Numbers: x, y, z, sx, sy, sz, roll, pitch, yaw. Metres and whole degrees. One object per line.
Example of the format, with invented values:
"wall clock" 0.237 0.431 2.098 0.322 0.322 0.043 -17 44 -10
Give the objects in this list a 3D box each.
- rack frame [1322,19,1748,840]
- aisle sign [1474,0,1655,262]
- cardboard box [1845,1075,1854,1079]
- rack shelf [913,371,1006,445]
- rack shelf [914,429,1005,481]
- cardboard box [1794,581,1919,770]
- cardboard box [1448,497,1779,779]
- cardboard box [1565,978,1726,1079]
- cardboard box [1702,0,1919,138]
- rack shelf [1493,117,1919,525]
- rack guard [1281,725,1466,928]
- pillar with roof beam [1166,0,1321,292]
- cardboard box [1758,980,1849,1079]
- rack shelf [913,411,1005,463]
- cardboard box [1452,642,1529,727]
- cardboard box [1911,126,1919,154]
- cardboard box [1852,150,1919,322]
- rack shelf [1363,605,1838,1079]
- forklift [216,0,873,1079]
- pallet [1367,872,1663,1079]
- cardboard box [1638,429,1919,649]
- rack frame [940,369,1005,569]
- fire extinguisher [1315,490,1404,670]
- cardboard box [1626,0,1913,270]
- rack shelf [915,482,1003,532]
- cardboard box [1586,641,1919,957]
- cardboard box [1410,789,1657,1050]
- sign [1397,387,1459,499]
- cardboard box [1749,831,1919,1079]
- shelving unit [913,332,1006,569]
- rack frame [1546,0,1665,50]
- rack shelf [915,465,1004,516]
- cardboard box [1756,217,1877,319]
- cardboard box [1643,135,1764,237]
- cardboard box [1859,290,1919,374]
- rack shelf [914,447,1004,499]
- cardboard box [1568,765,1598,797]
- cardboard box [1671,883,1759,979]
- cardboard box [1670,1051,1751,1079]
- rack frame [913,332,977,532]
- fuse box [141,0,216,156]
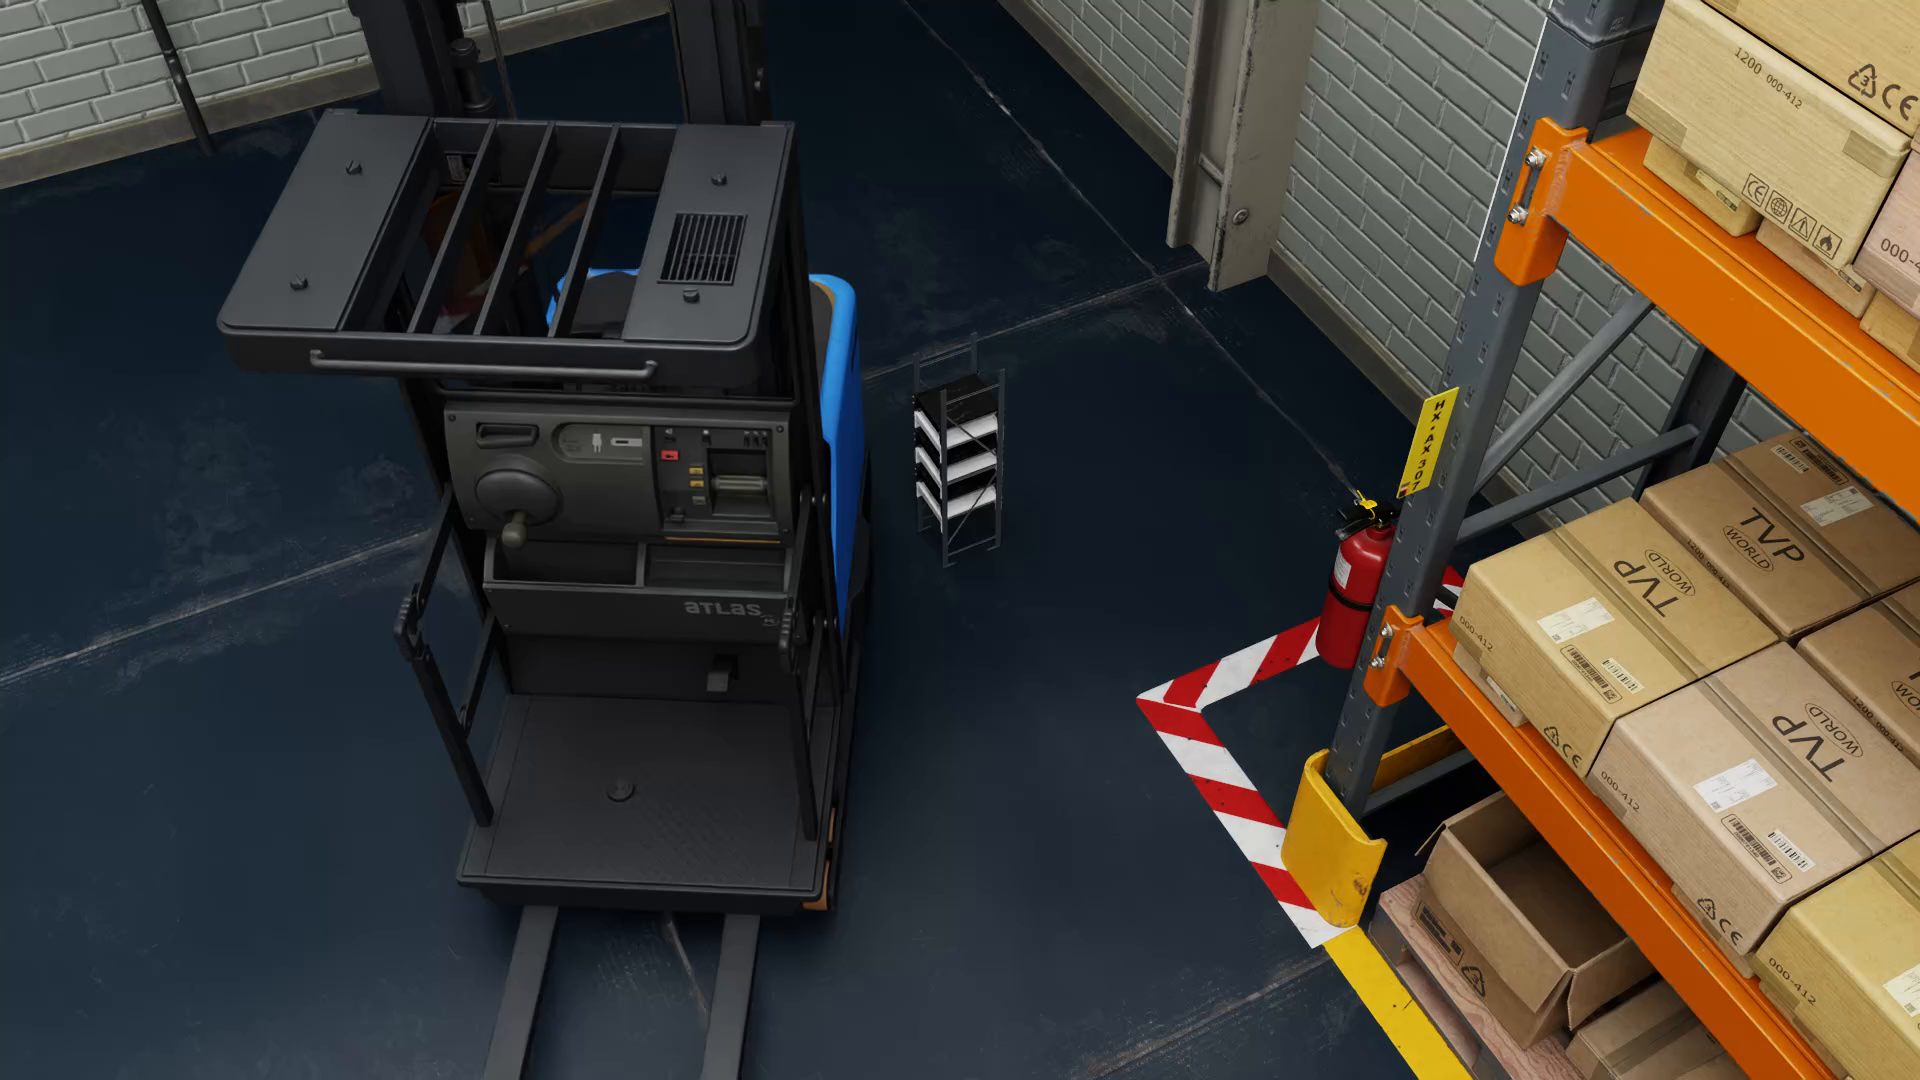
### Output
"rack frame" 1.574 -0.126 4.367 1.000 3.000 0.127 -21 52 -18
"aisle sign" 1.282 -0.926 3.340 0.394 0.787 0.004 -21 52 -18
"cardboard box" 2.026 1.151 3.418 0.380 0.149 0.250 -23 53 -19
"rack shelf" -0.004 -0.458 5.738 0.258 0.077 0.200 -21 52 -18
"rack shelf" -0.004 -0.339 5.873 0.258 0.077 0.200 -21 52 -18
"cardboard box" 2.255 0.388 3.820 0.500 0.250 0.500 -21 52 -17
"cardboard box" 1.542 0.222 3.965 0.500 0.250 0.500 -21 52 -17
"cardboard box" 1.929 1.414 4.635 0.380 0.149 0.250 -23 53 -19
"cardboard box" 1.554 -0.943 2.659 0.500 0.250 0.500 -22 52 -18
"rack shelf" 2.489 0.462 2.338 1.077 0.370 4.000 -21 52 -18
"rack guard" 1.609 0.748 5.264 1.175 0.500 0.348 -21 52 -18
"pillar with roof beam" -2.686 -2.733 2.662 9.100 9.000 0.400 -21 52 -18
"cardboard box" 1.977 0.956 3.588 0.380 0.149 0.250 -20 52 -17
"rack shelf" -0.004 -0.398 5.806 0.258 0.077 0.200 -21 52 -18
"cardboard box" 1.480 0.271 4.187 0.380 0.149 0.250 -22 52 -18
"cardboard box" 1.770 -0.596 2.356 0.500 0.250 0.500 -22 52 -18
"cardboard box" 1.785 -0.438 2.549 0.500 0.250 0.500 -20 52 -17
"rack shelf" 2.489 1.450 3.467 1.077 0.370 4.000 -21 52 -18
"forklift" -0.928 -0.064 4.359 1.130 2.935 3.031 2 49 2
"pallet" 1.974 1.376 4.906 1.003 0.211 1.213 -21 52 -18
"cardboard box" 2.020 0.042 4.123 0.500 0.250 0.500 -20 52 -16
"rack frame" 0.043 -0.234 5.857 0.240 0.900 0.006 -21 52 -18
"fire extinguisher" 1.096 0.083 4.484 0.296 0.674 0.183 -21 52 -18
"cardboard box" 1.534 -0.771 2.841 0.500 0.250 0.500 -22 52 -18
"rack shelf" -0.004 -0.161 6.077 0.258 0.077 0.200 -21 52 -18
"cardboard box" 1.773 0.559 3.670 0.500 0.250 0.500 -21 52 -17
"cardboard box" 1.770 1.000 4.762 0.797 0.503 0.637 -23 53 -19
"sign" 1.092 -0.224 3.878 0.100 0.325 0.005 -21 52 -18
"cardboard box" 2.008 0.897 3.374 0.500 0.250 0.500 -22 52 -18
"shelving unit" -0.004 -0.302 5.916 0.258 0.900 0.210 -21 52 -18
"rack frame" 1.574 -2.101 2.109 1.000 3.000 0.127 -21 52 -18
"rack shelf" -0.004 -0.220 6.009 0.258 0.077 0.200 -21 52 -18
"cardboard box" 1.656 -0.571 2.931 0.380 0.149 0.250 -20 52 -17
"cardboard box" 1.513 -0.737 3.076 0.380 0.149 0.250 -20 52 -17
"cardboard box" 1.759 -0.393 2.775 0.380 0.149 0.250 -21 52 -17
"rack shelf" -0.004 -0.280 5.941 0.258 0.077 0.200 -21 52 -18
"cardboard box" 1.638 0.426 4.052 0.380 0.149 0.250 -20 52 -17
"cardboard box" 1.850 0.780 3.742 0.380 0.149 0.250 -20 52 -16
"cardboard box" 2.126 1.586 4.251 0.700 0.500 0.500 -19 52 -16
"rack frame" -0.050 -0.370 5.976 0.240 0.900 0.006 -21 52 -18
"fuse box" -3.504 -2.381 7.196 0.539 1.711 0.414 -21 52 -18
